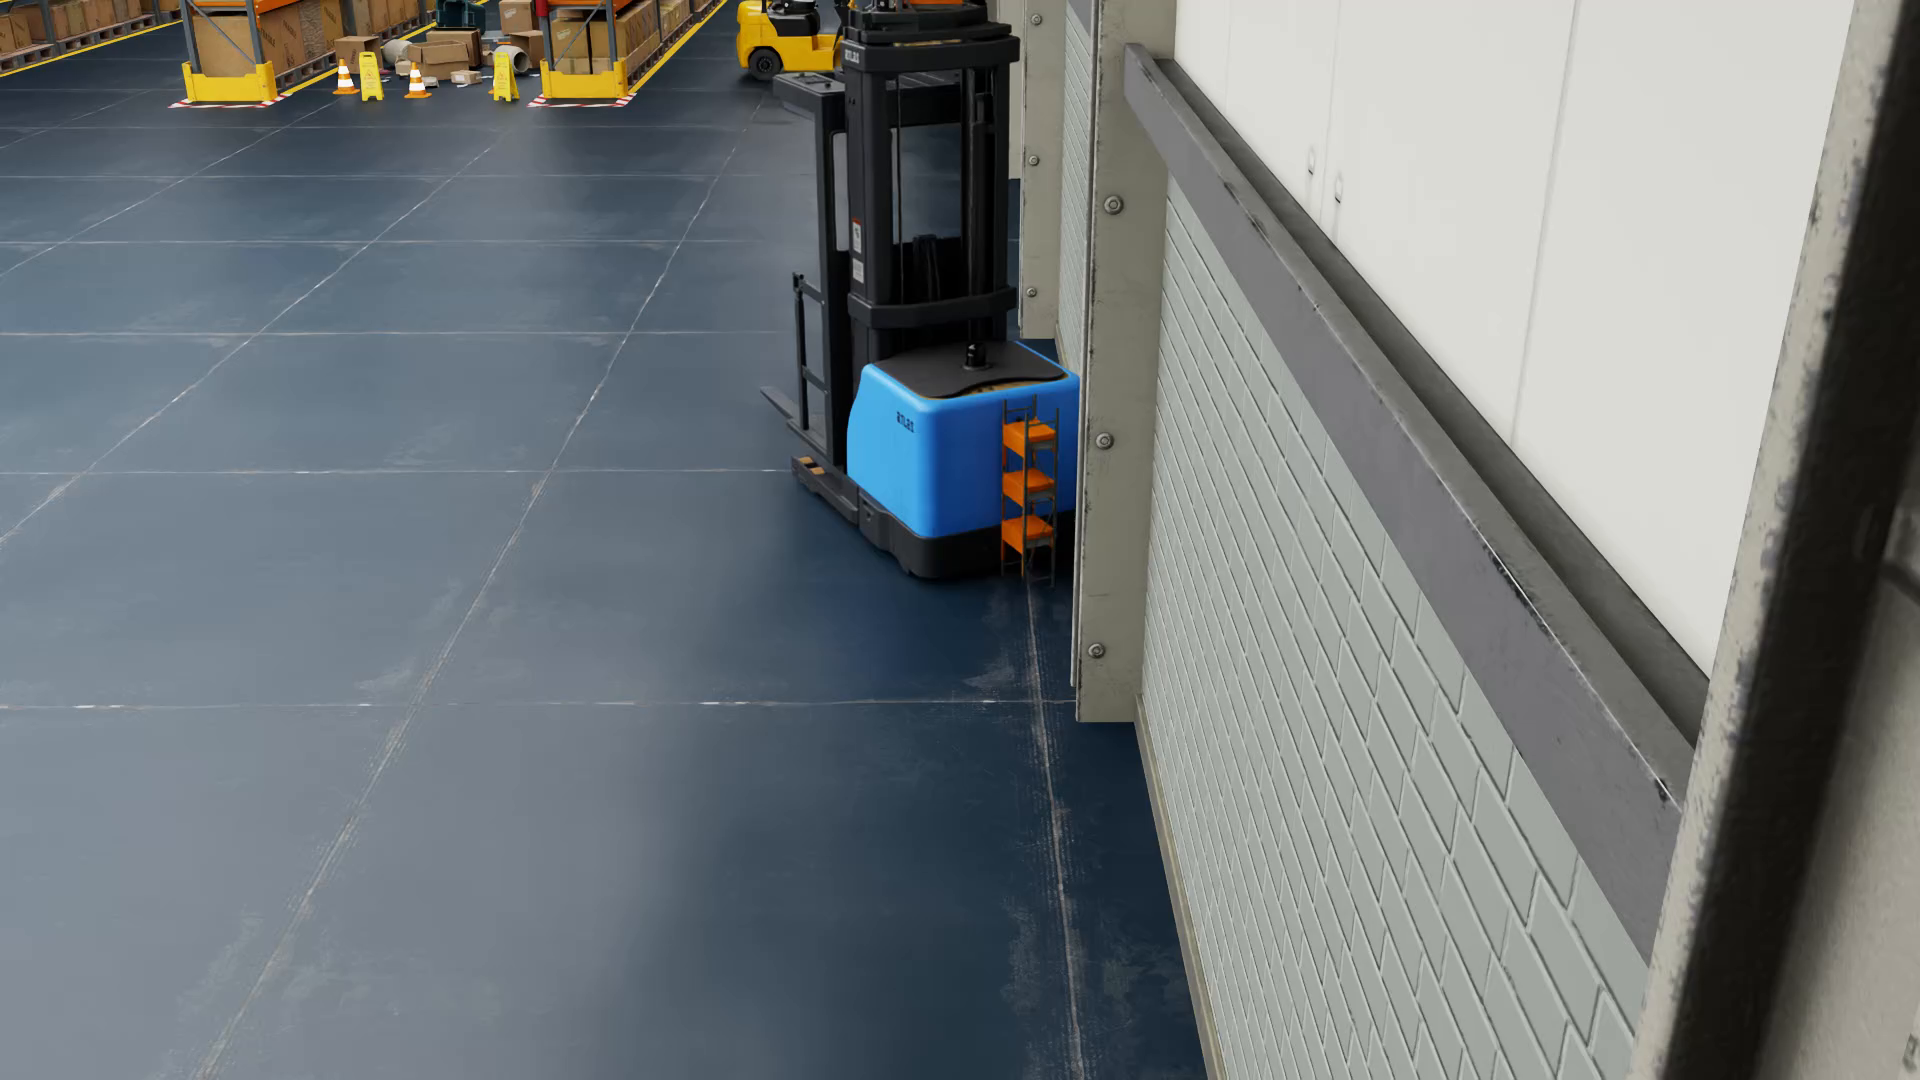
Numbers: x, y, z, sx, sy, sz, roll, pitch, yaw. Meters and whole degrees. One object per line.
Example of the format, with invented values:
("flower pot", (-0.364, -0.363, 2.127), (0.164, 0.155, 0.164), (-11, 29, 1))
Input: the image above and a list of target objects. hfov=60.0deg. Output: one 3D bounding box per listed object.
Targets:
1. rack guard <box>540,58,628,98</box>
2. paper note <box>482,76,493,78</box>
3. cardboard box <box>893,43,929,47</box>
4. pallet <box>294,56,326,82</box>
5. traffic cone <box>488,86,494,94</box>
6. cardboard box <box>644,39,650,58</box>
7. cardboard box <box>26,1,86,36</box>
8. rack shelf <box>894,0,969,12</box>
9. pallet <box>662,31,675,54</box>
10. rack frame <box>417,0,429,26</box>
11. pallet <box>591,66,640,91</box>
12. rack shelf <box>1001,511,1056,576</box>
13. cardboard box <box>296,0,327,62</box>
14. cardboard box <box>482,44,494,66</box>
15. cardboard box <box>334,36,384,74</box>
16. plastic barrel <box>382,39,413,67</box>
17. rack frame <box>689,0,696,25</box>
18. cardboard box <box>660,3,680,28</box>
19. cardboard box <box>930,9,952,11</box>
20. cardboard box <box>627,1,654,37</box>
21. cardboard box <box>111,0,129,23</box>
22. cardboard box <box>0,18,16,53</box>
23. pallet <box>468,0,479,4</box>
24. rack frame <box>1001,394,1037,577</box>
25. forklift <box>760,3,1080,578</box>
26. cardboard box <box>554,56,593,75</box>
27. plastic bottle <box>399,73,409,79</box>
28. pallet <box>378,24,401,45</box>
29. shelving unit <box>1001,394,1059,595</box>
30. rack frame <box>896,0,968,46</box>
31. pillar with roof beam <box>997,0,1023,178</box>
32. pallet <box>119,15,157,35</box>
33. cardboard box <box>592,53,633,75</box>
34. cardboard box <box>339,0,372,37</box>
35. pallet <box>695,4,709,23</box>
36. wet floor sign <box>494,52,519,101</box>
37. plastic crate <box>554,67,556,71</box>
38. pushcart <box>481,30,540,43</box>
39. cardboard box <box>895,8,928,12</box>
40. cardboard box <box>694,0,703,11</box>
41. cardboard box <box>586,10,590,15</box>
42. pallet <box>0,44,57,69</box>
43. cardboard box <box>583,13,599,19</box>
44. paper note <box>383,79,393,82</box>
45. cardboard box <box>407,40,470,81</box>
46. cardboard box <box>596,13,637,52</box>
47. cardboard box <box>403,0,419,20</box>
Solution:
("rack guard", (-5.352, -6.585, 23.702), (1.175, 0.500, 0.348), (0, 24, -1))
("paper note", (-7.211, -7.065, 25.349), (0.148, 0.019, 0.142), (8, 26, 18))
("cardboard box", (-0.705, -7.081, 23.988), (0.500, 0.250, 0.500), (-1, 24, -1))
("pallet", (-10.397, -7.188, 25.388), (1.003, 0.211, 1.213), (0, 24, -1))
("traffic cone", (-6.645, -6.708, 24.019), (0.336, 0.463, 0.334), (0, 24, -1))
("cardboard box", (-5.102, -7.608, 25.758), (0.500, 0.250, 0.500), (0, 24, 0))
("cardboard box", (-15.275, -8.807, 28.082), (0.700, 0.500, 0.500), (0, 24, -1))
("rack shelf", (-0.409, -8.212, 25.141), (1.077, 0.370, 4.000), (0, 24, -1))
("pallet", (-5.404, -8.391, 28.046), (1.003, 0.211, 1.213), (0, 24, -1))
("rack frame", (-10.387, -10.925, 30.265), (1.000, 3.000, 0.127), (0, 24, -1))
("pallet", (-5.325, -6.788, 24.502), (1.003, 0.211, 1.213), (0, 24, -1))
("rack shelf", (0.376, 0.019, 9.134), (0.215, 0.259, 0.240), (-12, 27, -24))
("cardboard box", (-10.392, -7.869, 25.577), (0.875, 0.875, 0.875), (0, 24, 0))
("cardboard box", (-7.532, -7.749, 26.562), (0.258, 0.266, 0.396), (-19, 31, -36))
("cardboard box", (-9.300, -7.504, 25.731), (0.500, 0.500, 0.500), (4, 25, 9))
("plastic barrel", (-8.797, -7.642, 26.133), (0.512, 0.421, 0.421), (19, 30, 35))
("rack frame", (-5.438, -10.989, 30.406), (1.000, 3.000, 0.127), (0, 24, -1))
("cardboard box", (-5.423, -9.133, 28.983), (0.950, 0.372, 0.625), (1, 24, 1))
("cardboard box", (-0.206, -7.932, 25.262), (0.500, 0.250, 0.500), (-1, 24, -2))
("cardboard box", (-5.112, -8.168, 26.088), (0.500, 0.500, 0.500), (0, 24, 0))
("cardboard box", (-15.301, -9.501, 29.617), (0.700, 0.500, 0.500), (-2, 24, -5))
("cardboard box", (-15.326, -7.947, 26.206), (0.500, 0.500, 0.500), (8, 25, 16))
("pallet", (-10.420, -10.982, 33.775), (1.003, 0.211, 1.213), (0, 24, -1))
("rack frame", (0.321, -0.289, 9.115), (0.200, 1.050, 0.008), (-12, 27, -24))
("forklift", (-0.413, -1.698, 9.947), (1.130, 2.935, 3.031), (-12, 27, -24))
("cardboard box", (-5.629, -6.972, 24.353), (0.500, 0.250, 0.500), (0, 24, -1))
("plastic bottle", (-8.458, -7.054, 25.272), (0.133, 0.061, 0.283), (-9, 26, -19))
("pallet", (-10.443, -8.828, 29.012), (1.003, 0.211, 1.213), (0, 24, -1))
("shelving unit", (0.376, -0.244, 9.015), (0.215, 1.050, 0.252), (-12, 27, -24))
("rack frame", (-0.387, -7.716, 23.170), (1.000, 3.000, 0.127), (0, 24, -1))
("pillar with roof beam", (-3.733, -8.249, 17.068), (9.100, 9.000, 0.400), (0, 24, -1))
("pallet", (-15.340, -9.352, 30.171), (1.003, 0.211, 1.213), (0, 24, -1))
("cardboard box", (-5.083, -6.964, 24.335), (0.500, 0.250, 0.500), (0, 24, -1))
("cardboard box", (-10.440, -8.698, 27.563), (1.050, 0.750, 0.750), (0, 24, -1))
("pallet", (-5.371, -10.043, 31.700), (1.003, 0.211, 1.213), (0, 24, -1))
("wet floor sign", (-6.419, -6.536, 23.419), (0.267, 0.644, 0.232), (8, 26, 18))
("plastic crate", (-6.197, -7.360, 25.925), (0.402, 0.080, 0.583), (-9, 26, -19))
("pushcart", (-7.674, -8.115, 27.234), (1.648, 0.377, 0.936), (-9, 26, -19))
("cardboard box", (-0.729, -7.926, 25.247), (0.500, 0.250, 0.500), (-1, 24, -2))
("cardboard box", (-5.362, -10.497, 31.388), (0.875, 0.875, 0.875), (0, 24, -1))
("cardboard box", (-5.691, -7.851, 24.600), (0.380, 0.149, 0.250), (0, 24, 0))
("pallet", (-15.261, -7.749, 26.627), (1.003, 0.211, 1.213), (0, 24, -1))
("cardboard box", (-5.629, -7.516, 24.646), (0.500, 0.500, 0.500), (1, 24, 1))
("paper note", (-8.618, -6.911, 24.996), (0.144, 0.017, 0.142), (8, 26, 18))
("cardboard box", (-7.901, -7.267, 25.207), (0.797, 0.503, 0.637), (-19, 31, -36))
("cardboard box", (-5.094, -7.531, 24.679), (0.500, 0.500, 0.500), (-1, 24, -3))
("cardboard box", (-10.470, -9.840, 30.087), (1.050, 0.750, 0.750), (-1, 24, -1))
